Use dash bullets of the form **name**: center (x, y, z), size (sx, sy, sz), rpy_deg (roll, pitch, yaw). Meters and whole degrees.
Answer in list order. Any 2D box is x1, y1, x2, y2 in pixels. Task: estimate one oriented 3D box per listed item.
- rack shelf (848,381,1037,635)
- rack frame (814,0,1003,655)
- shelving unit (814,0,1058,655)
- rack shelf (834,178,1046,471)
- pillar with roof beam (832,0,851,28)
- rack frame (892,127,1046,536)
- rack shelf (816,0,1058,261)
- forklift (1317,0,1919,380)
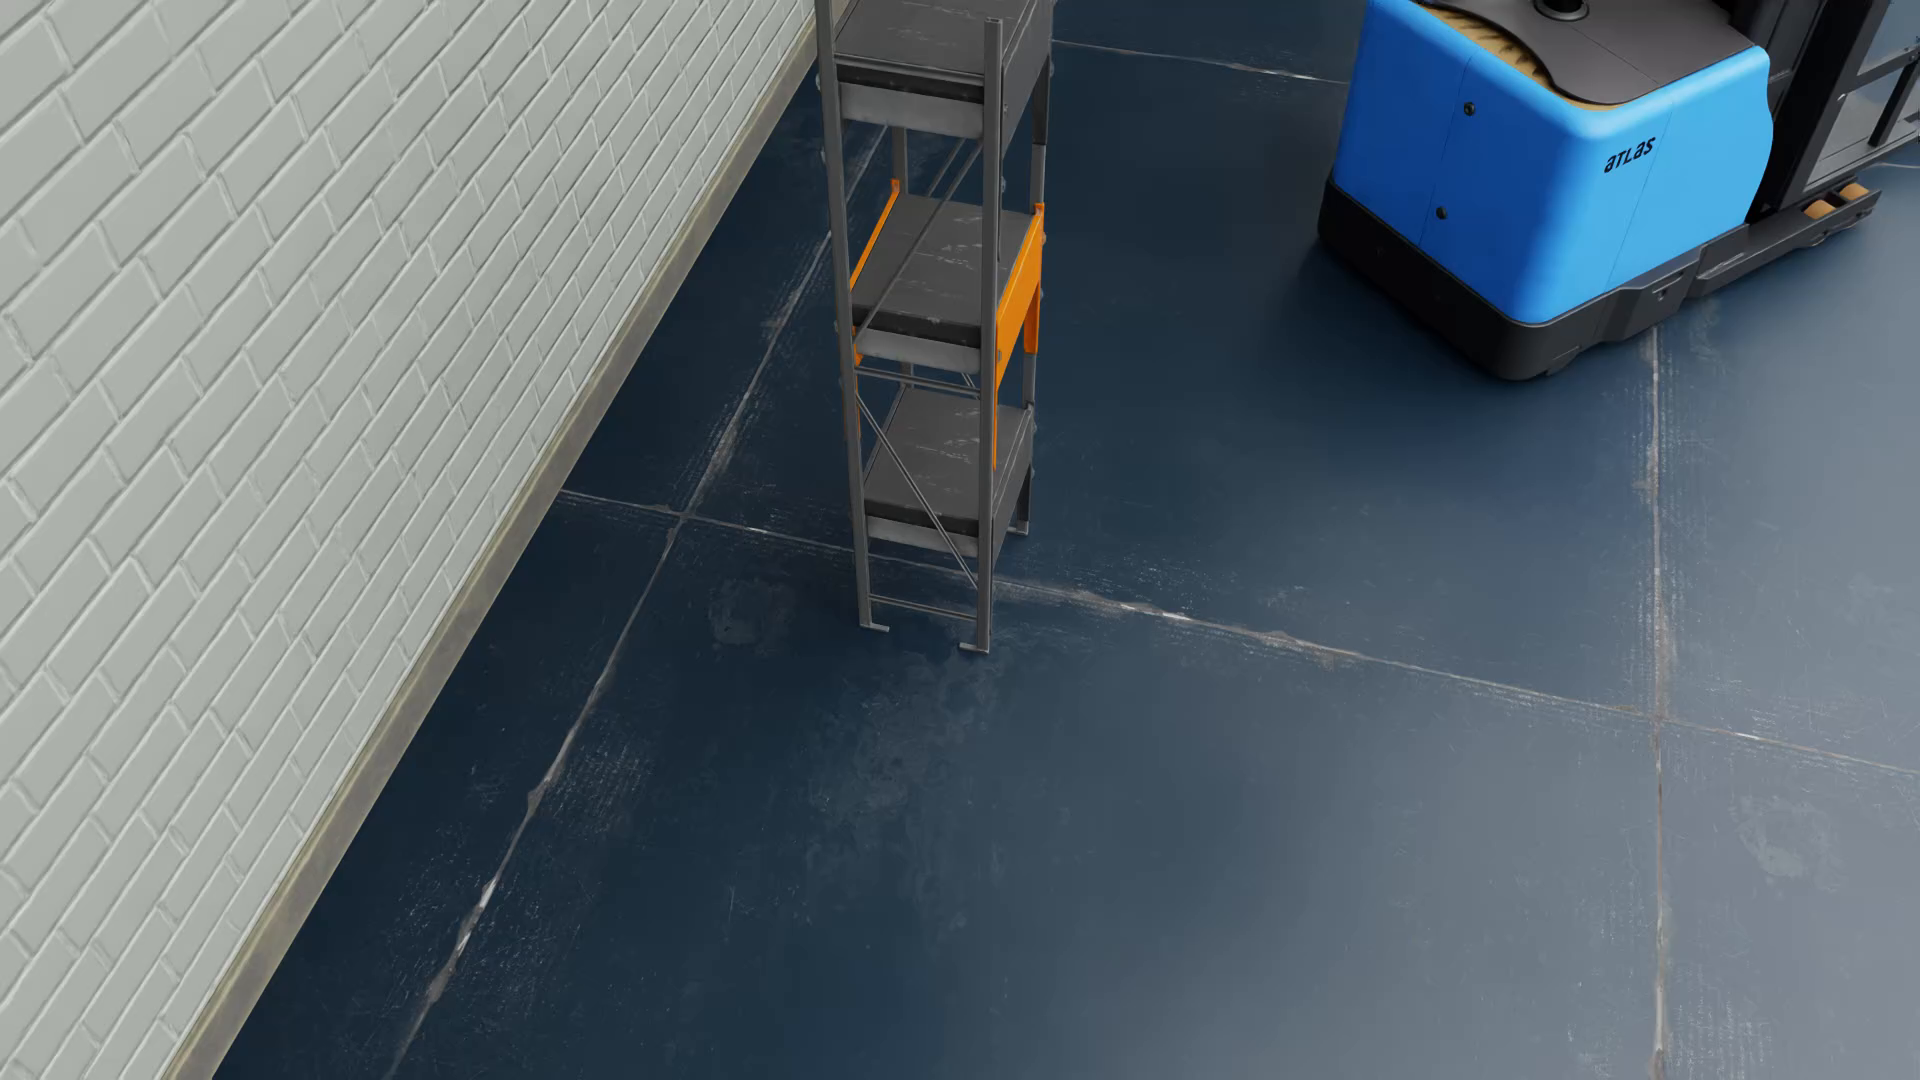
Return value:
- **rack shelf**: center (-0.044, -0.103, 4.892), size (0.431, 0.518, 0.480), rpy_deg (12, 50, 10)
- **rack frame**: center (-0.108, -0.399, 4.201), size (0.400, 2.100, 0.015), rpy_deg (12, 50, 10)
- **shelving unit**: center (-0.044, -0.575, 4.357), size (0.431, 2.100, 0.503), rpy_deg (12, 50, 10)
- **rack shelf**: center (-0.044, -0.566, 4.367), size (0.431, 0.518, 0.480), rpy_deg (12, 50, 10)
- **pillar with roof beam**: center (3.758, -4.439, 3.166), size (9.100, 9.000, 0.400), rpy_deg (12, 50, 10)
- **rack frame**: center (0.021, -0.752, 4.513), size (0.400, 2.100, 0.015), rpy_deg (12, 50, 10)
- **rack shelf**: center (-0.044, -1.029, 3.842), size (0.431, 0.518, 0.480), rpy_deg (12, 50, 10)
- **forklift**: center (2.841, -2.377, 5.393), size (3.031, 2.935, 1.130), rpy_deg (-26, 53, -21)
